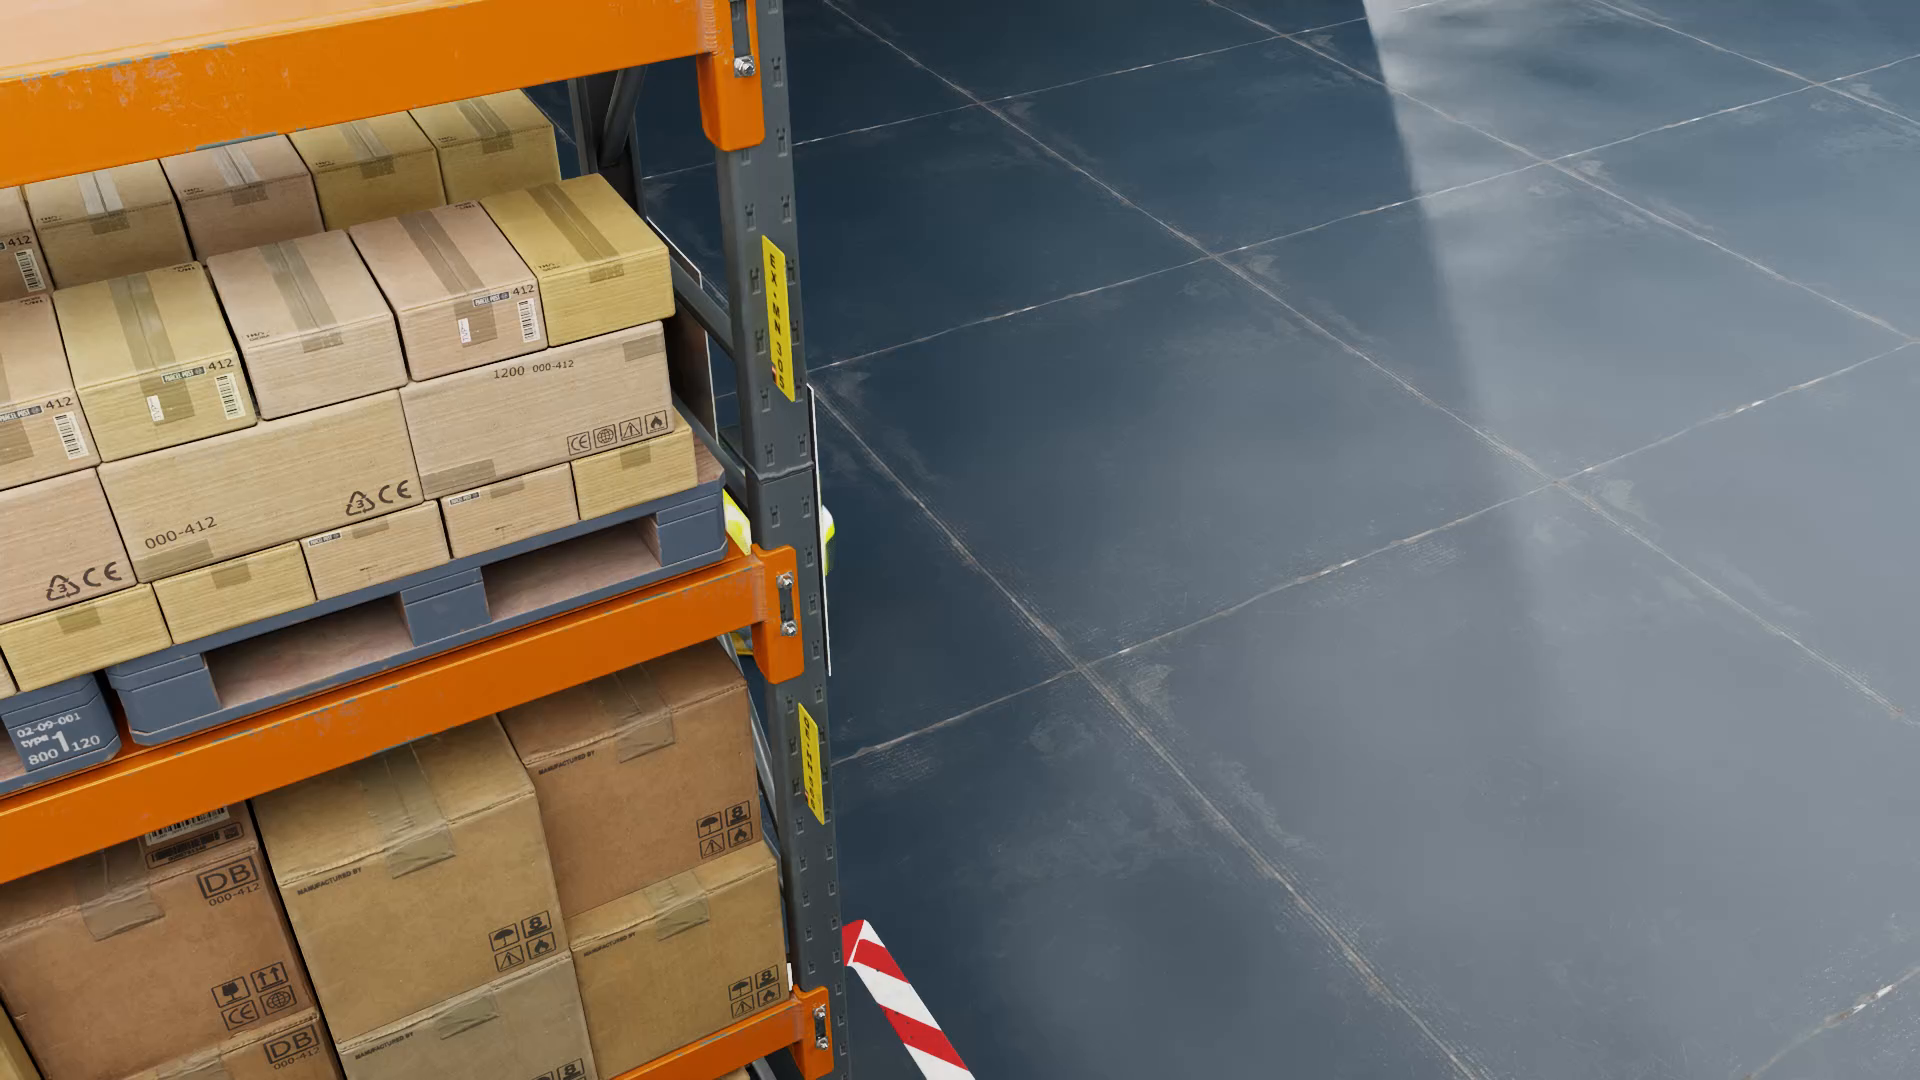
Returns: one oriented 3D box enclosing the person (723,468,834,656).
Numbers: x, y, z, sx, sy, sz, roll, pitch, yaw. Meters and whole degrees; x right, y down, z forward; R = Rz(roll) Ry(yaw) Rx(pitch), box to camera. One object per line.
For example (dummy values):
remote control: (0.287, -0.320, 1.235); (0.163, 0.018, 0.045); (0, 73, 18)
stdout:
person: (-1.048, 0.072, 7.612); (0.981, 0.850, 0.511); (18, 40, 22)
